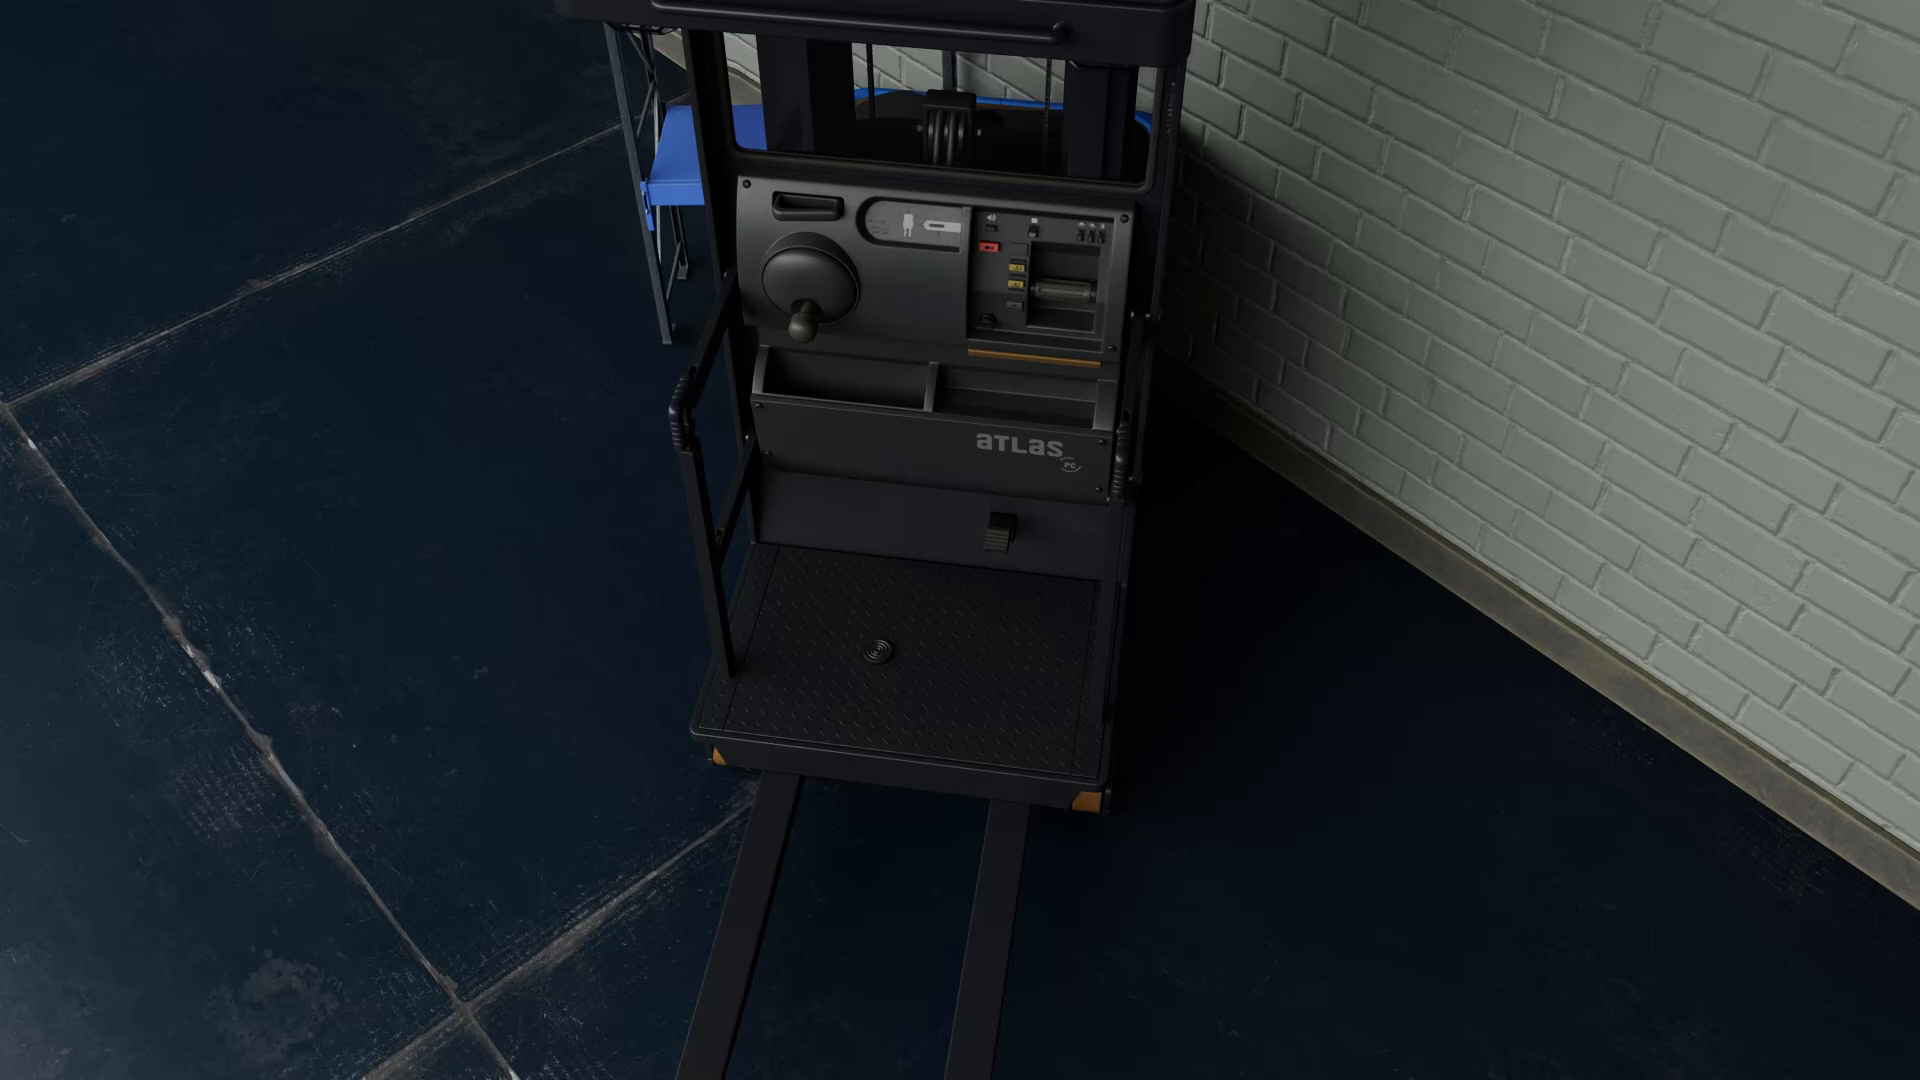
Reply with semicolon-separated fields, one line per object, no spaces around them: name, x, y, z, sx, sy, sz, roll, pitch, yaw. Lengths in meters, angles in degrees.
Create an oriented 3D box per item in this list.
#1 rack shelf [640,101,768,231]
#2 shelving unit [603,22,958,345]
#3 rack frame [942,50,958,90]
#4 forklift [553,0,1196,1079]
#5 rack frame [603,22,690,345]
rack shelf;-0.531;-1.275;5.614;1.000;0.185;0.538;-1;44;1
shelving unit;-0.536;-1.404;5.489;1.048;1.500;0.538;-1;44;1
rack frame;-0.028;-1.409;5.477;0.032;1.500;0.500;-1;44;1
forklift;-0.095;-0.538;3.752;1.130;2.935;3.031;6;48;6
rack frame;-1.044;-1.398;5.501;0.032;1.500;0.500;-1;44;1
